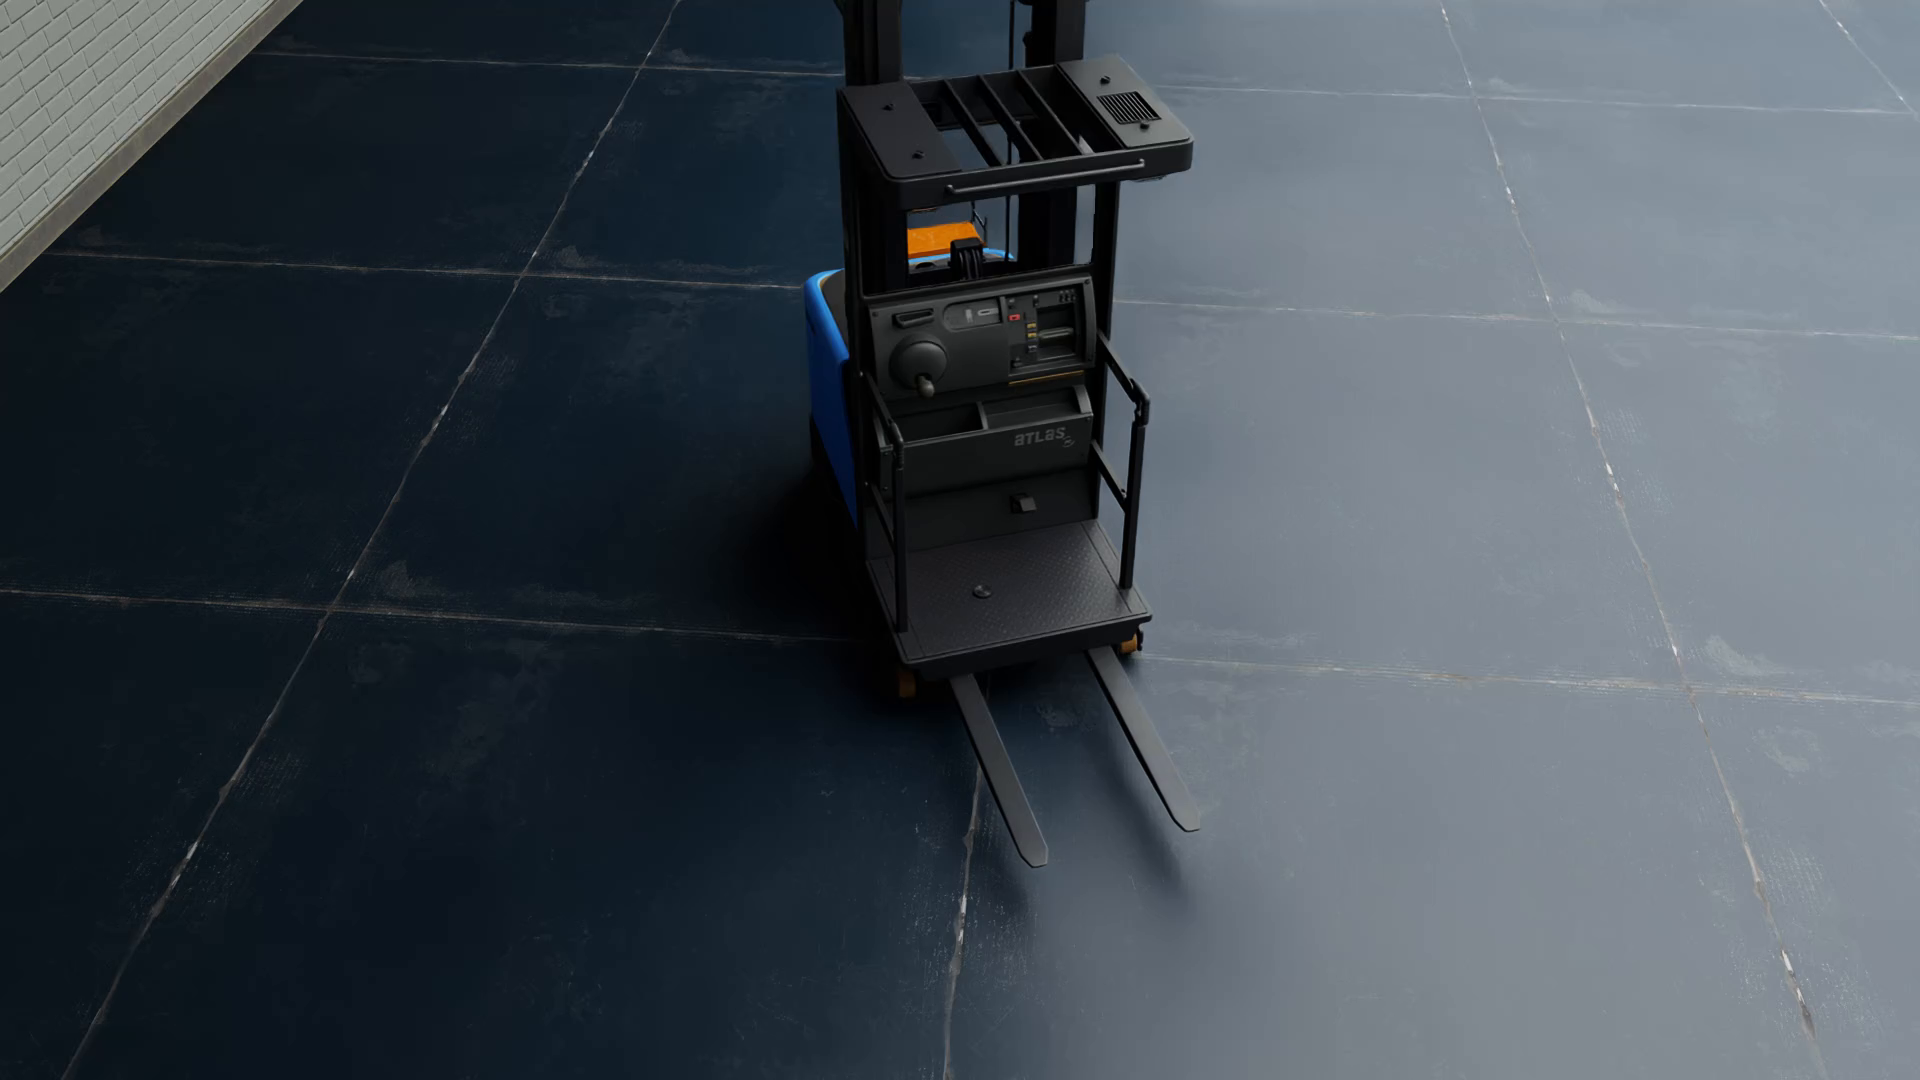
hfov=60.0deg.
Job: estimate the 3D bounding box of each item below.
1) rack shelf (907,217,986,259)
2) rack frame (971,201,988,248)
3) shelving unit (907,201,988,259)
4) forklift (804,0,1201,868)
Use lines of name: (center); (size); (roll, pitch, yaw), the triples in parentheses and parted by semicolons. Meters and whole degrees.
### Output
rack shelf: (-0.142, -1.414, 8.083); (0.480, 0.148, 0.258); (-10, 40, -13)
rack frame: (0.093, -1.151, 8.383); (0.015, 1.200, 0.240); (-10, 40, -13)
shelving unit: (-0.141, -1.108, 8.330); (0.503, 1.200, 0.258); (-10, 40, -13)
forklift: (0.160, -0.739, 6.507); (1.130, 2.935, 3.031); (-10, 40, -13)
